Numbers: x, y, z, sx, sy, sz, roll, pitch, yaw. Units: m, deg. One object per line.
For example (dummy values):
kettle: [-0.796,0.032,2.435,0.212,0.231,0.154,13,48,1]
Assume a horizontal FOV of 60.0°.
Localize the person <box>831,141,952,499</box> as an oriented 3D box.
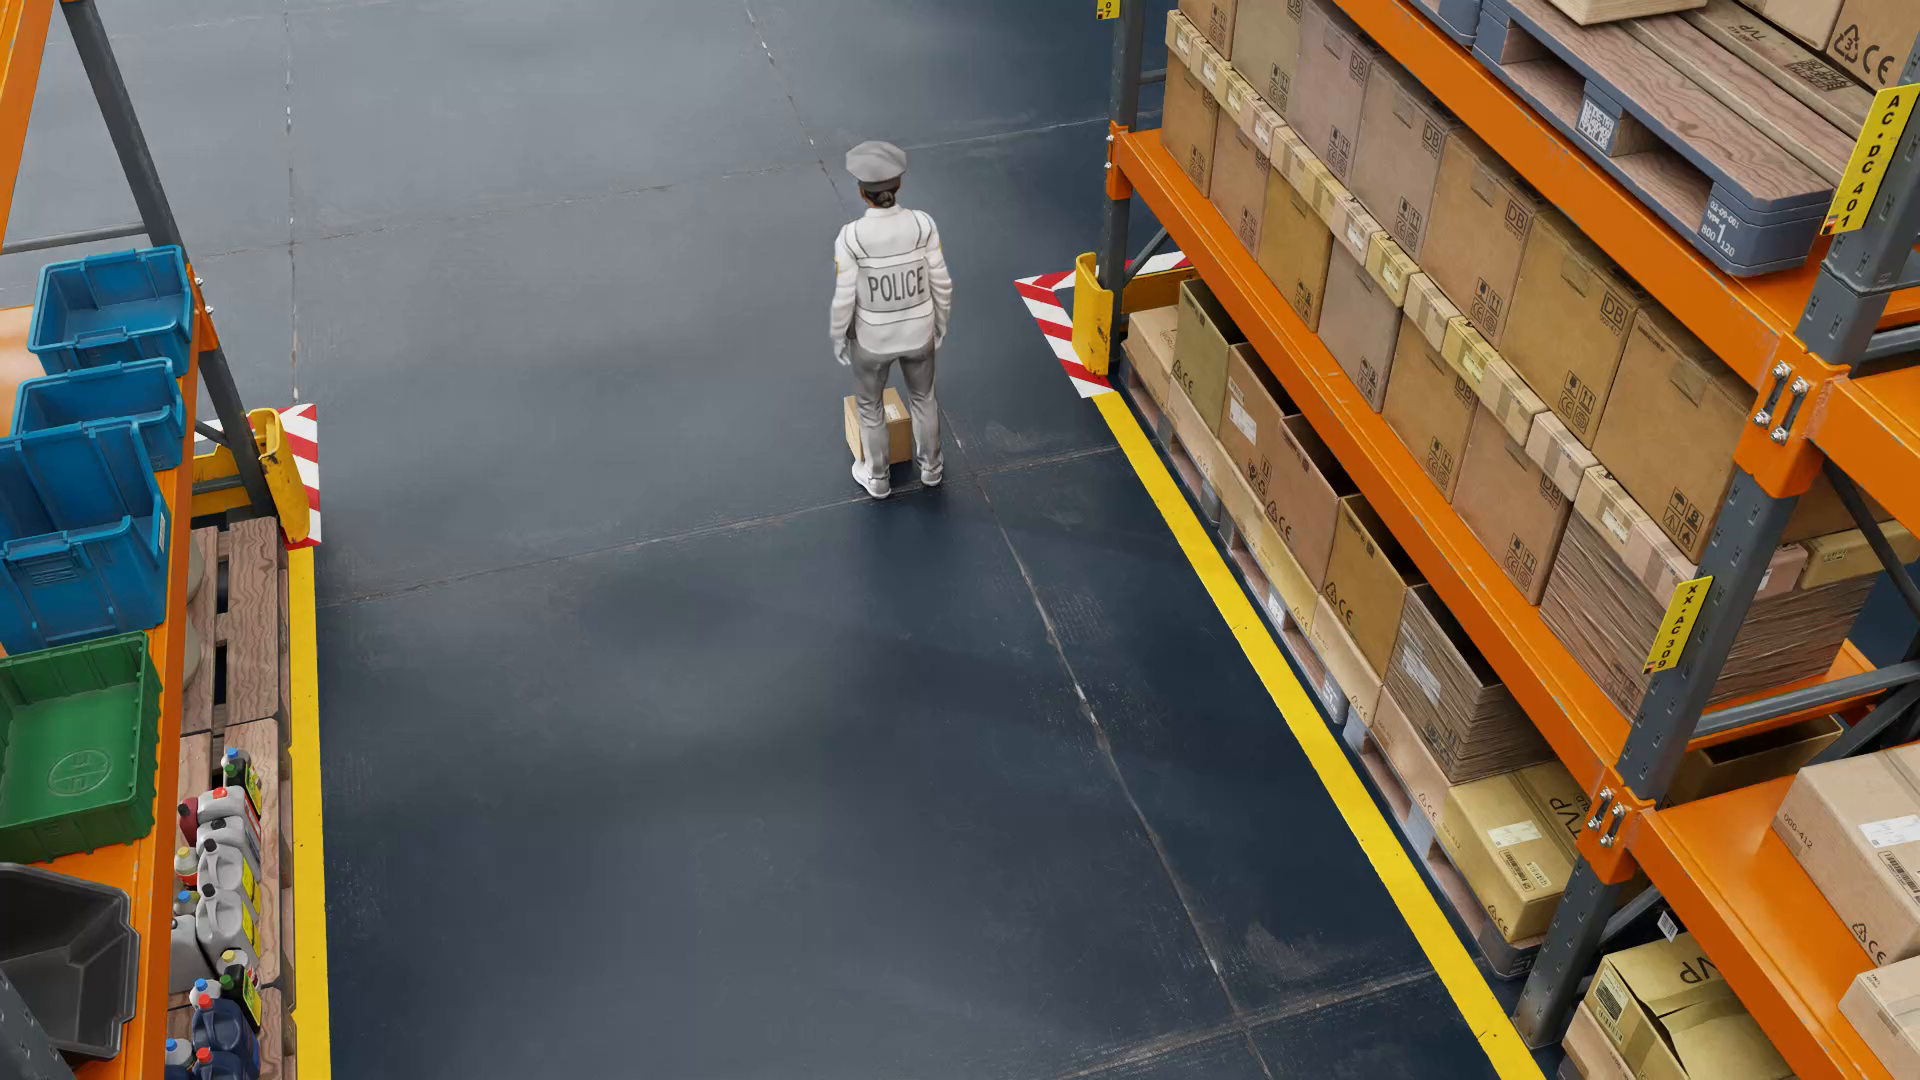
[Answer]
person: [-0.296,-0.888,7.128,0.526,1.662,0.375,-12,44,-13]
